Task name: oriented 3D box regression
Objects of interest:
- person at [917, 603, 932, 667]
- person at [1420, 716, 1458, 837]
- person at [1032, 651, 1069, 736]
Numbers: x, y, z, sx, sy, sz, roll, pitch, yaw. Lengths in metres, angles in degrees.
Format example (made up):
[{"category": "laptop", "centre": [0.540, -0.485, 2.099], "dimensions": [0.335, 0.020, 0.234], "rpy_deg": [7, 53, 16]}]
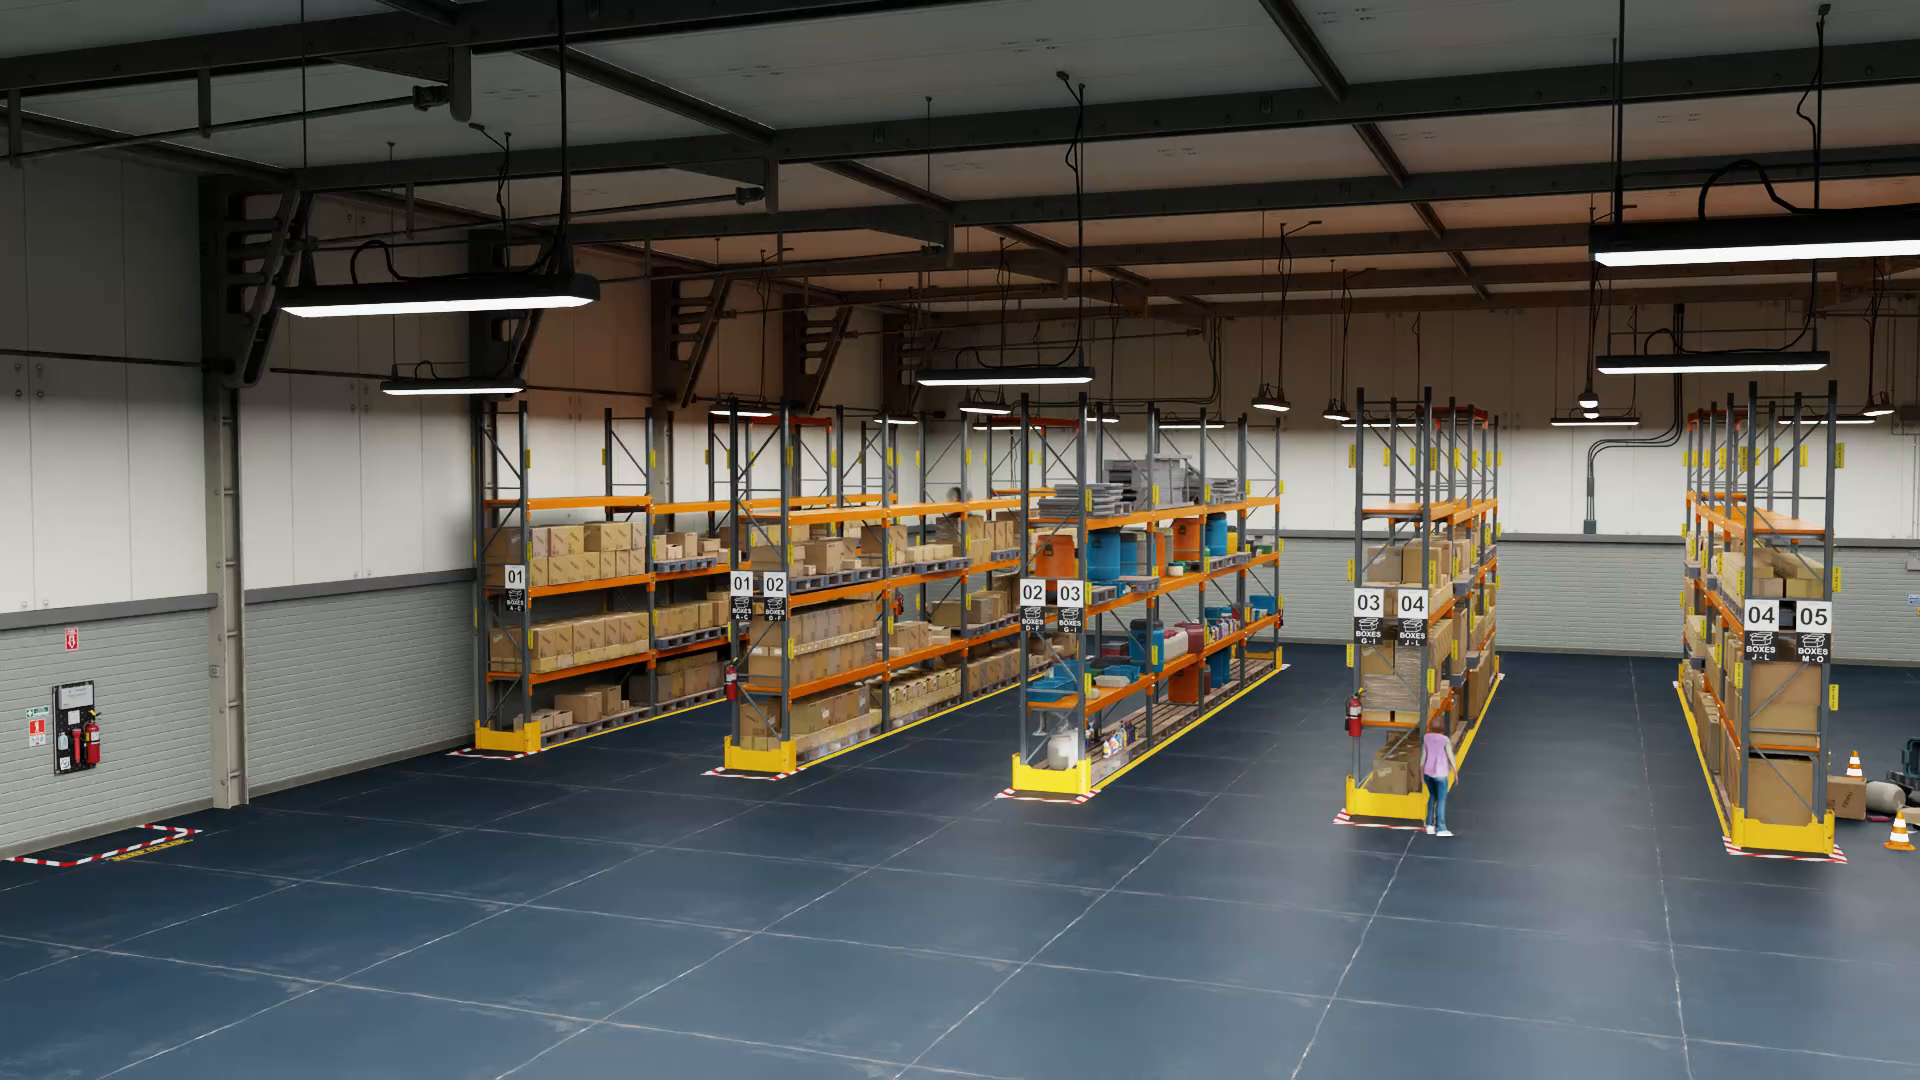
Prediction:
[{"category": "person", "centre": [-0.724, 2.300, 37.877], "dimensions": [0.525, 1.739, 0.561], "rpy_deg": [2, 3, 32]}, {"category": "person", "centre": [6.348, 3.145, 22.042], "dimensions": [0.356, 1.637, 0.447], "rpy_deg": [-2, 4, -38]}, {"category": "person", "centre": [1.664, 2.762, 29.866], "dimensions": [0.628, 1.535, 0.490], "rpy_deg": [-2, 3, -29]}]
